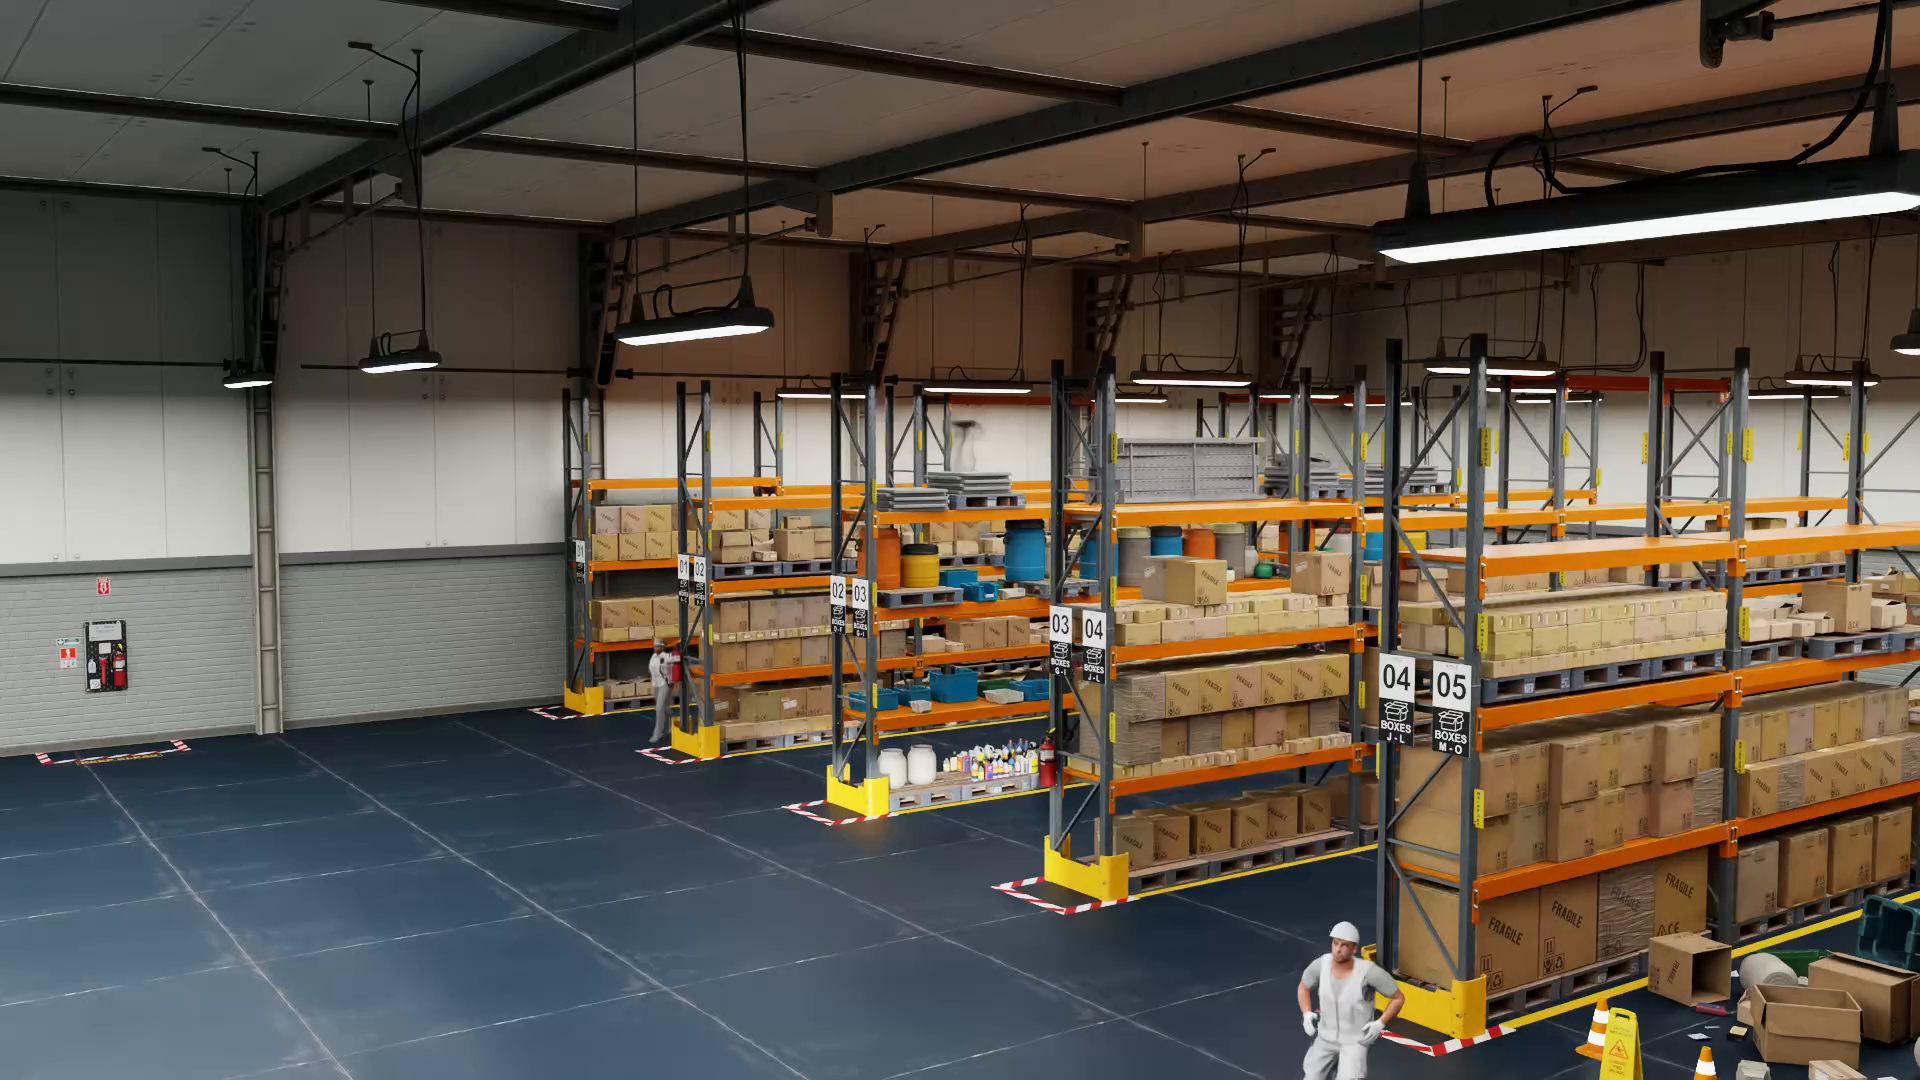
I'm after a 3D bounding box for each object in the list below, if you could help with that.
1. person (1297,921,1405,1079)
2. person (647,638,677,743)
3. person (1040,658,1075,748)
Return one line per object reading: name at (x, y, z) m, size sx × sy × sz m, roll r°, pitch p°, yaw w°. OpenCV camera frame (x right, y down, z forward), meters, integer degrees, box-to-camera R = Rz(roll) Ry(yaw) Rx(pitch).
person at (2.679, 3.547, 11.773) m, size 0.885 × 1.765 × 0.718 m, roll 3°, pitch 4°, yaw 34°
person at (-5.019, 2.508, 28.118) m, size 0.610 × 1.713 × 0.882 m, roll 3°, pitch 5°, yaw 37°
person at (1.533, 2.551, 26.632) m, size 0.916 × 1.828 × 0.693 m, roll -3°, pitch 5°, yaw -39°
